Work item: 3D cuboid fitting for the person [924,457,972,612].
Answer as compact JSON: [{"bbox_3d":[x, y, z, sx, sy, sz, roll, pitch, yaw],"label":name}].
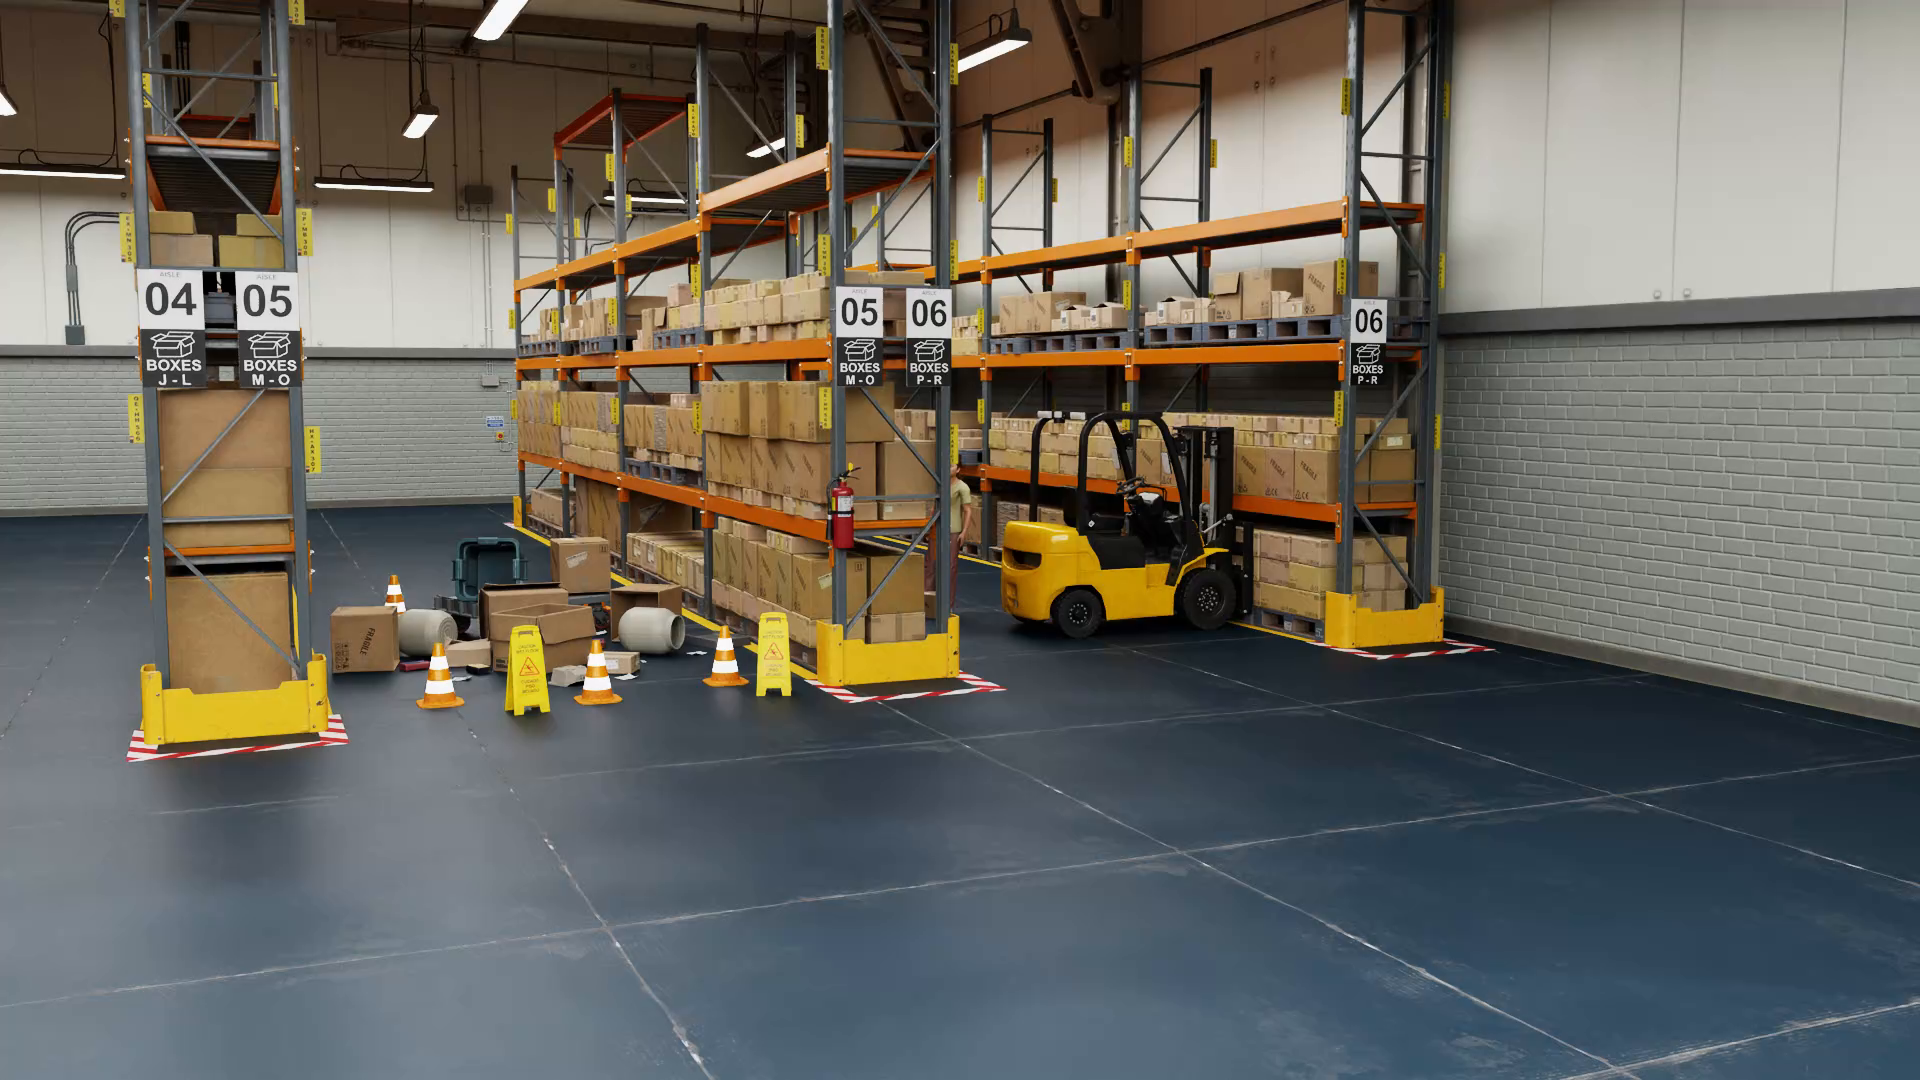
[{"bbox_3d":[-0.185,-0.030,17.477,0.555,1.620,0.549,4,7,37],"label":"person"}]
